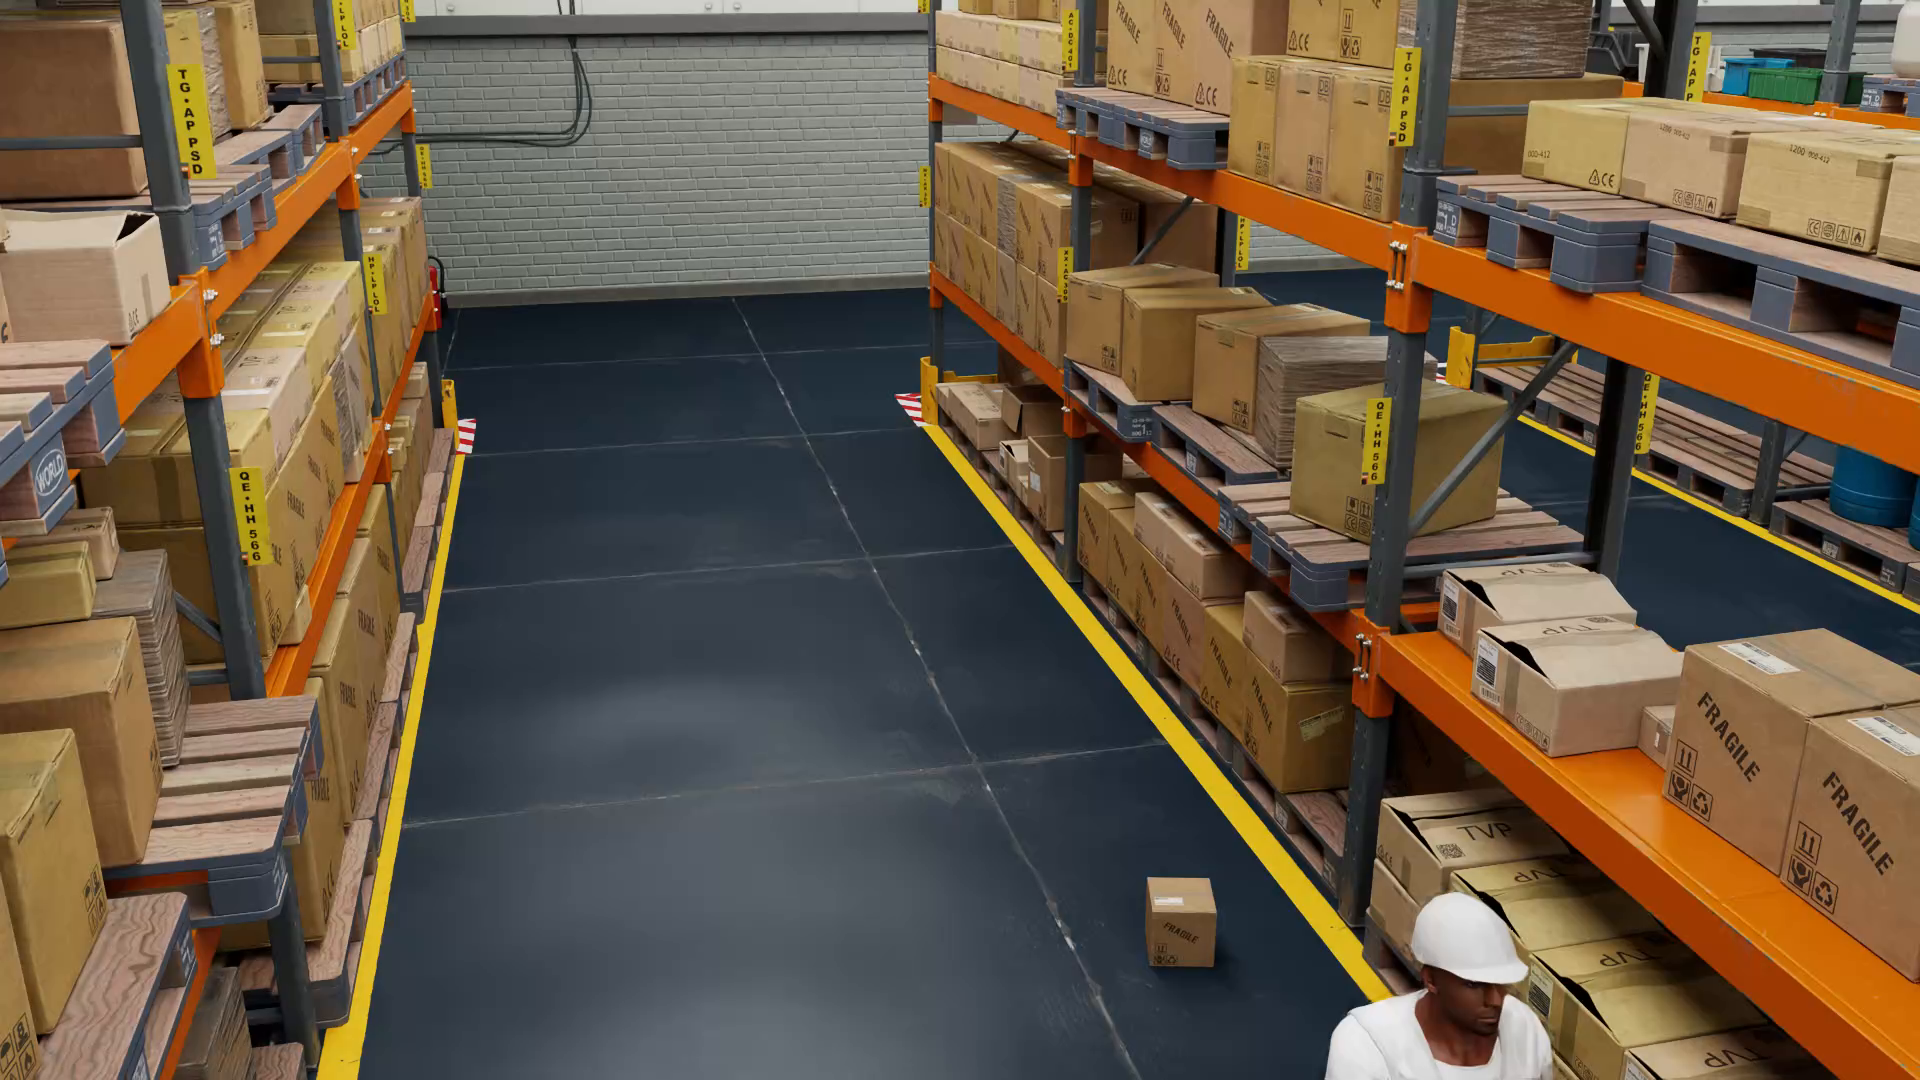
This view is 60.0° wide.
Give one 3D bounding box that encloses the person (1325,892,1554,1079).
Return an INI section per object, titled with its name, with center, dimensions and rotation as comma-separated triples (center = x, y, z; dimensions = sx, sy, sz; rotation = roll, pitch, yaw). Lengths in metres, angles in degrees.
[person]
center = 1.093, 1.616, 3.906
dimensions = 0.577, 1.759, 0.595
rotation = -4, 20, -10
